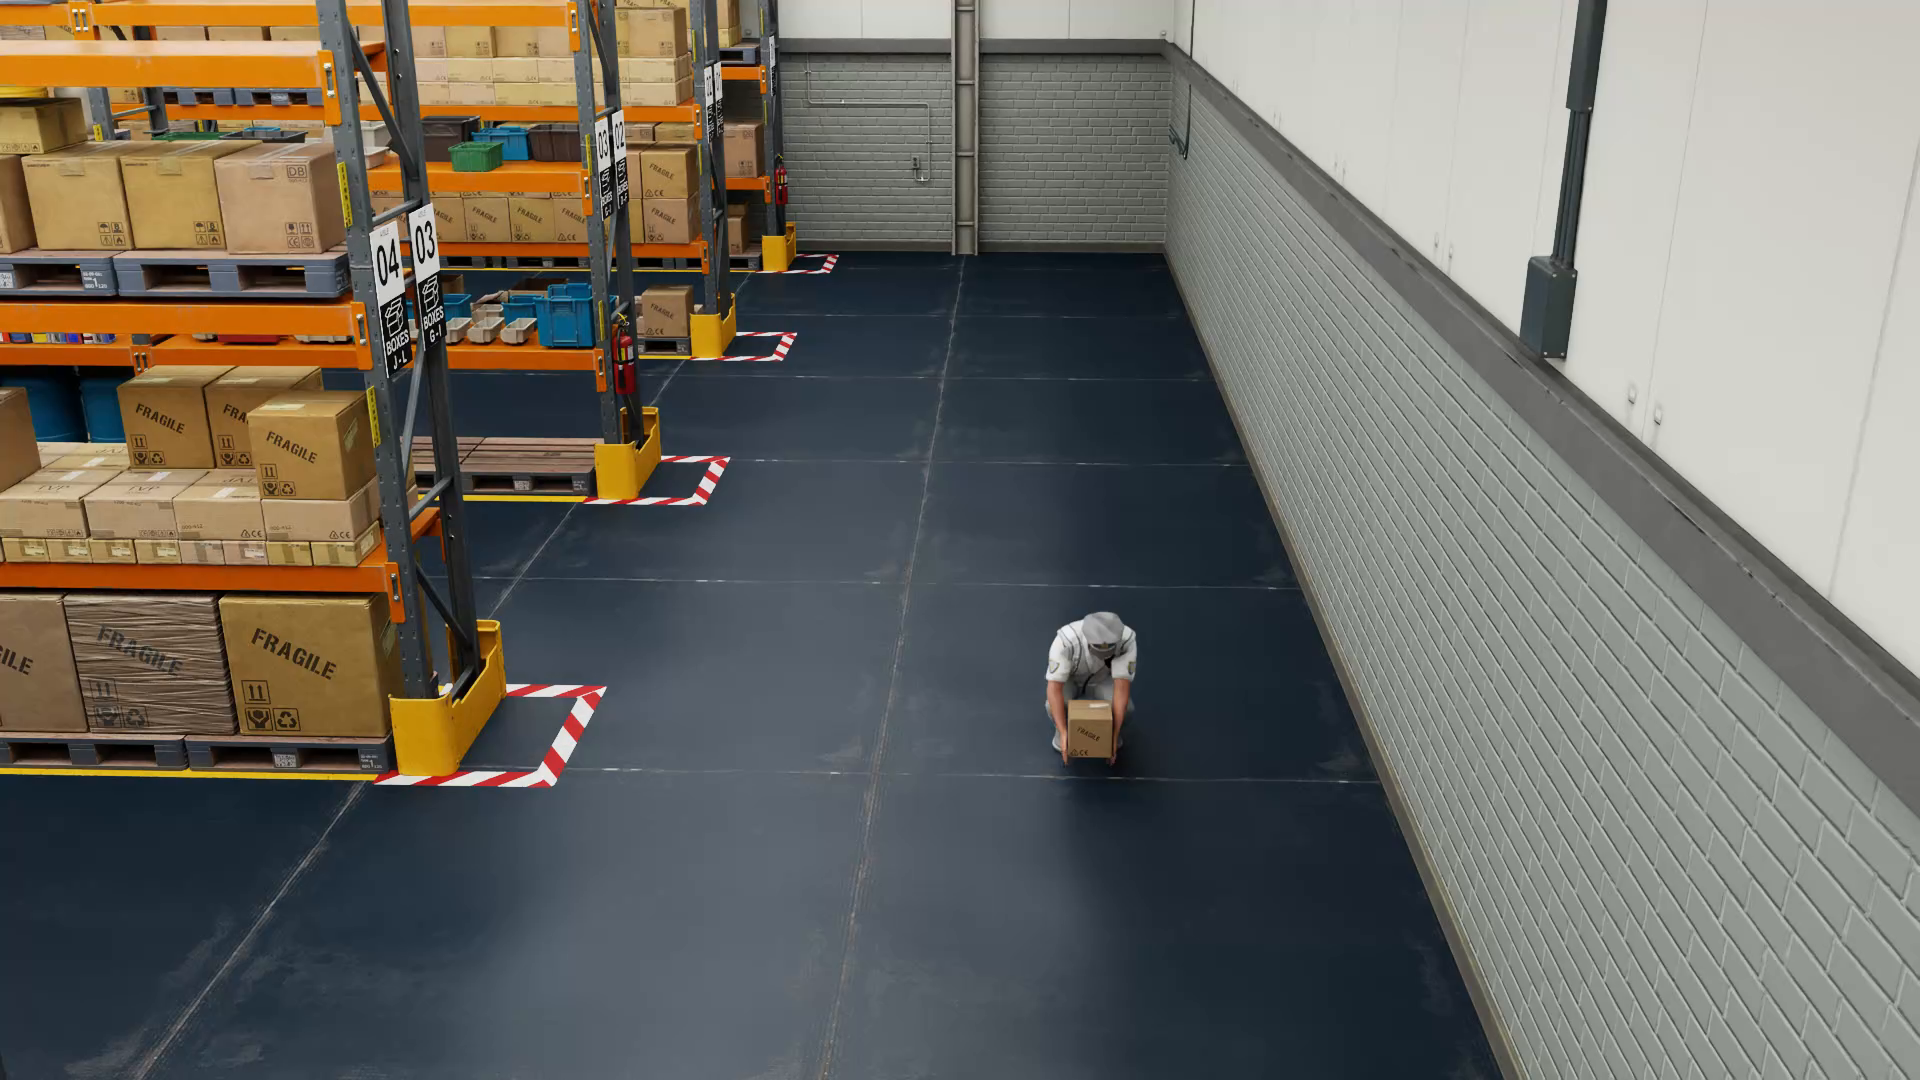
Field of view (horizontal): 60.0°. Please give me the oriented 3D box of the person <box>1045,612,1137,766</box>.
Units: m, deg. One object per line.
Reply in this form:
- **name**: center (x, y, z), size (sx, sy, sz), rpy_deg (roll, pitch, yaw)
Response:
- **person**: center (0.780, 0.816, 9.976), size (0.537, 1.012, 0.908), rpy_deg (0, 21, 1)
